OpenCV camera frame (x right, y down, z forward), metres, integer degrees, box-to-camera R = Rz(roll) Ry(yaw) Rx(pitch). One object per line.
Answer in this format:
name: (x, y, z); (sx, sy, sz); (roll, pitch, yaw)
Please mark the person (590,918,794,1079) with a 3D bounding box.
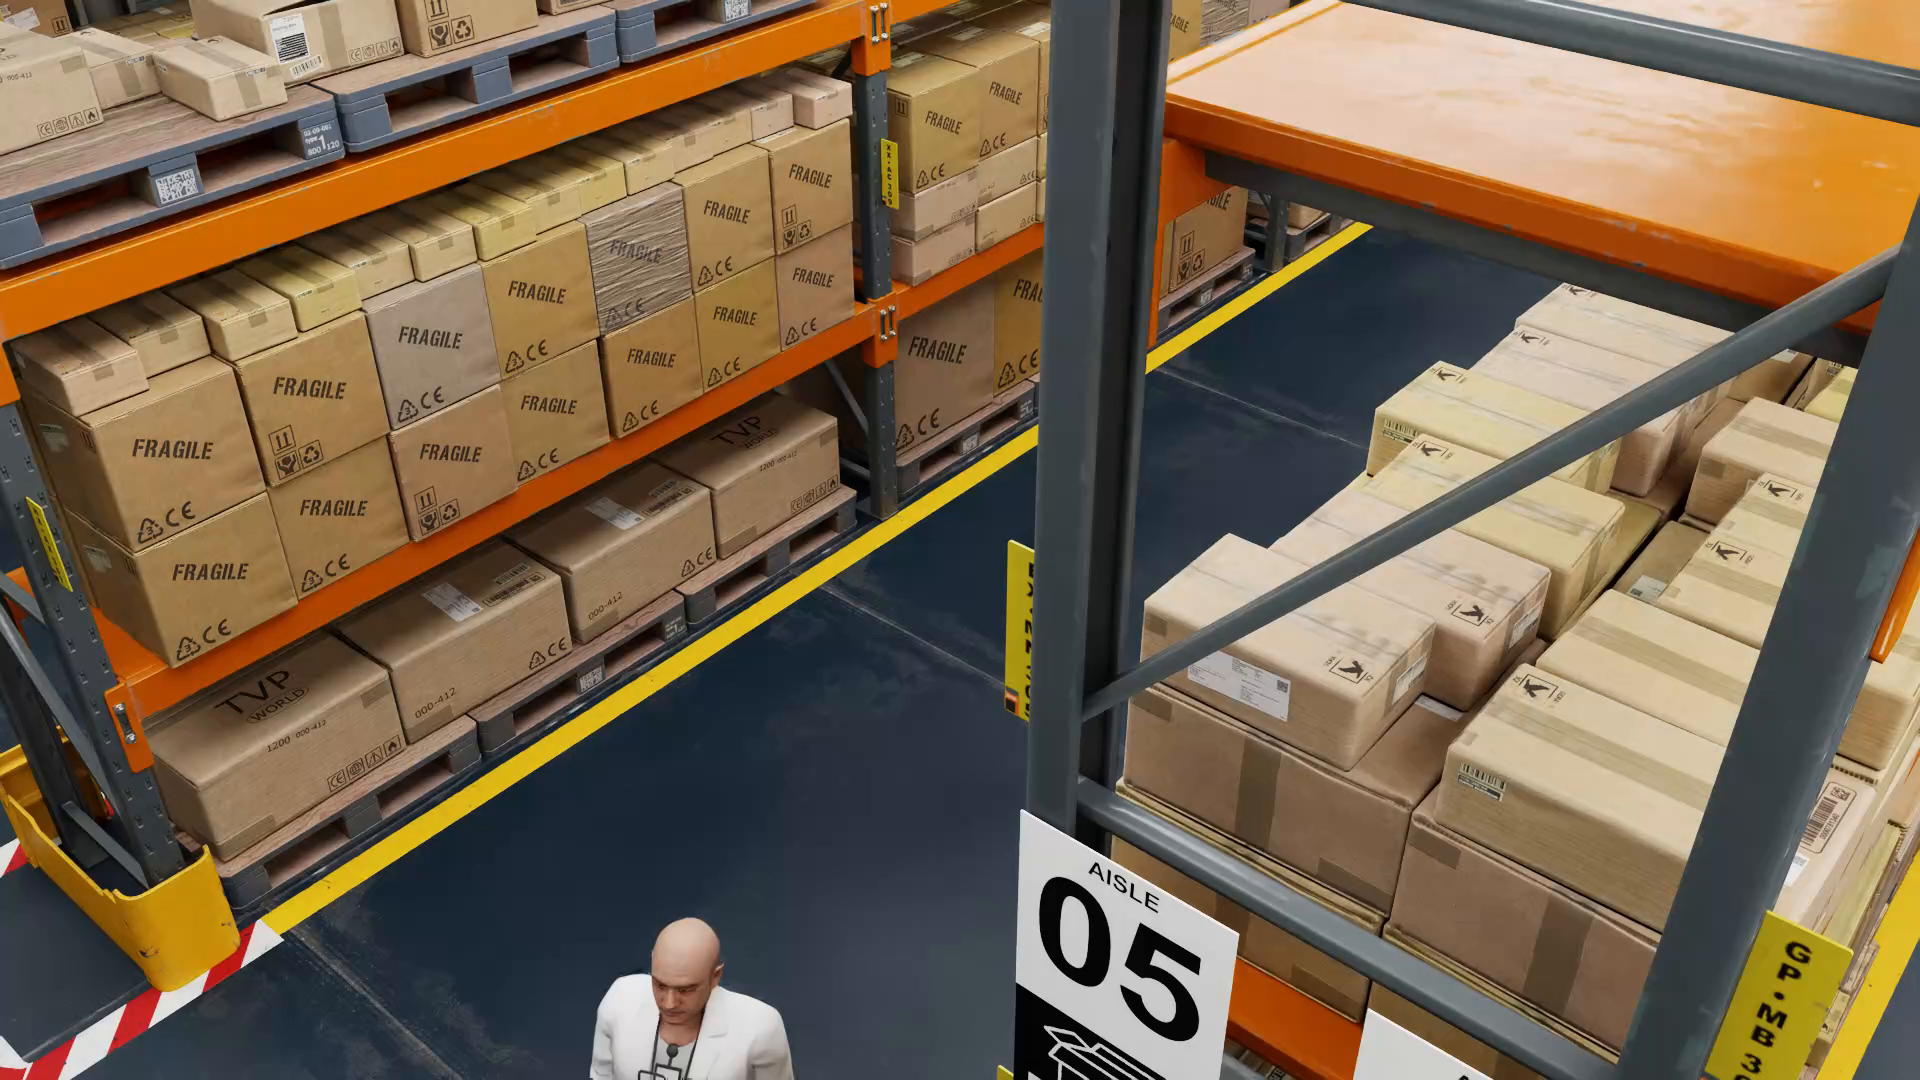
person: (-0.746, 1.727, 4.738); (0.560, 1.746, 0.949); (10, 36, 14)
